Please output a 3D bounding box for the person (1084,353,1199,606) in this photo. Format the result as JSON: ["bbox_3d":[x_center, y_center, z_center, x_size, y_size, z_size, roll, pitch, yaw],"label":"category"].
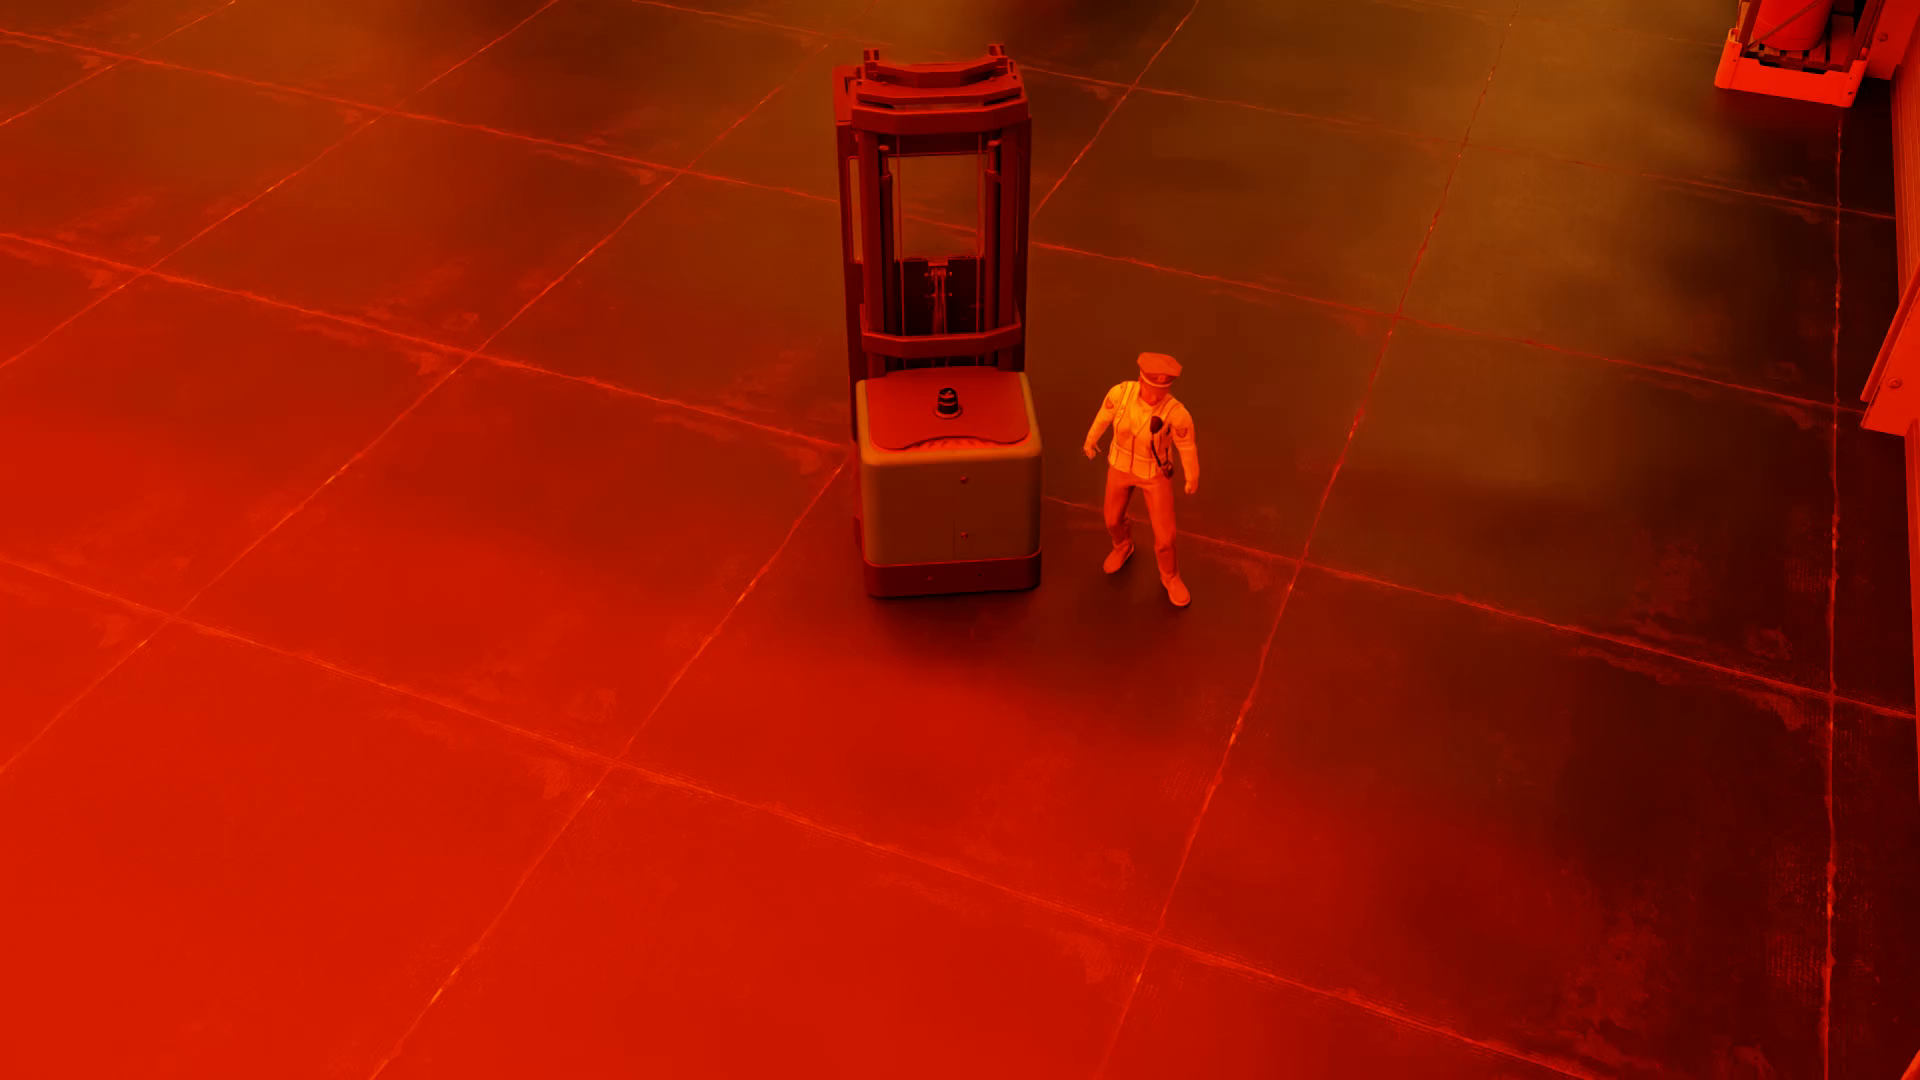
[{"bbox_3d":[1.050,-0.401,9.532,0.796,1.641,0.417,20,44,23],"label":"person"}]

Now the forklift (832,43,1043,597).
[{"bbox_3d":[-0.168,-1.725,10.067,1.130,2.935,3.031,-3,40,-4],"label":"forklift"}]
